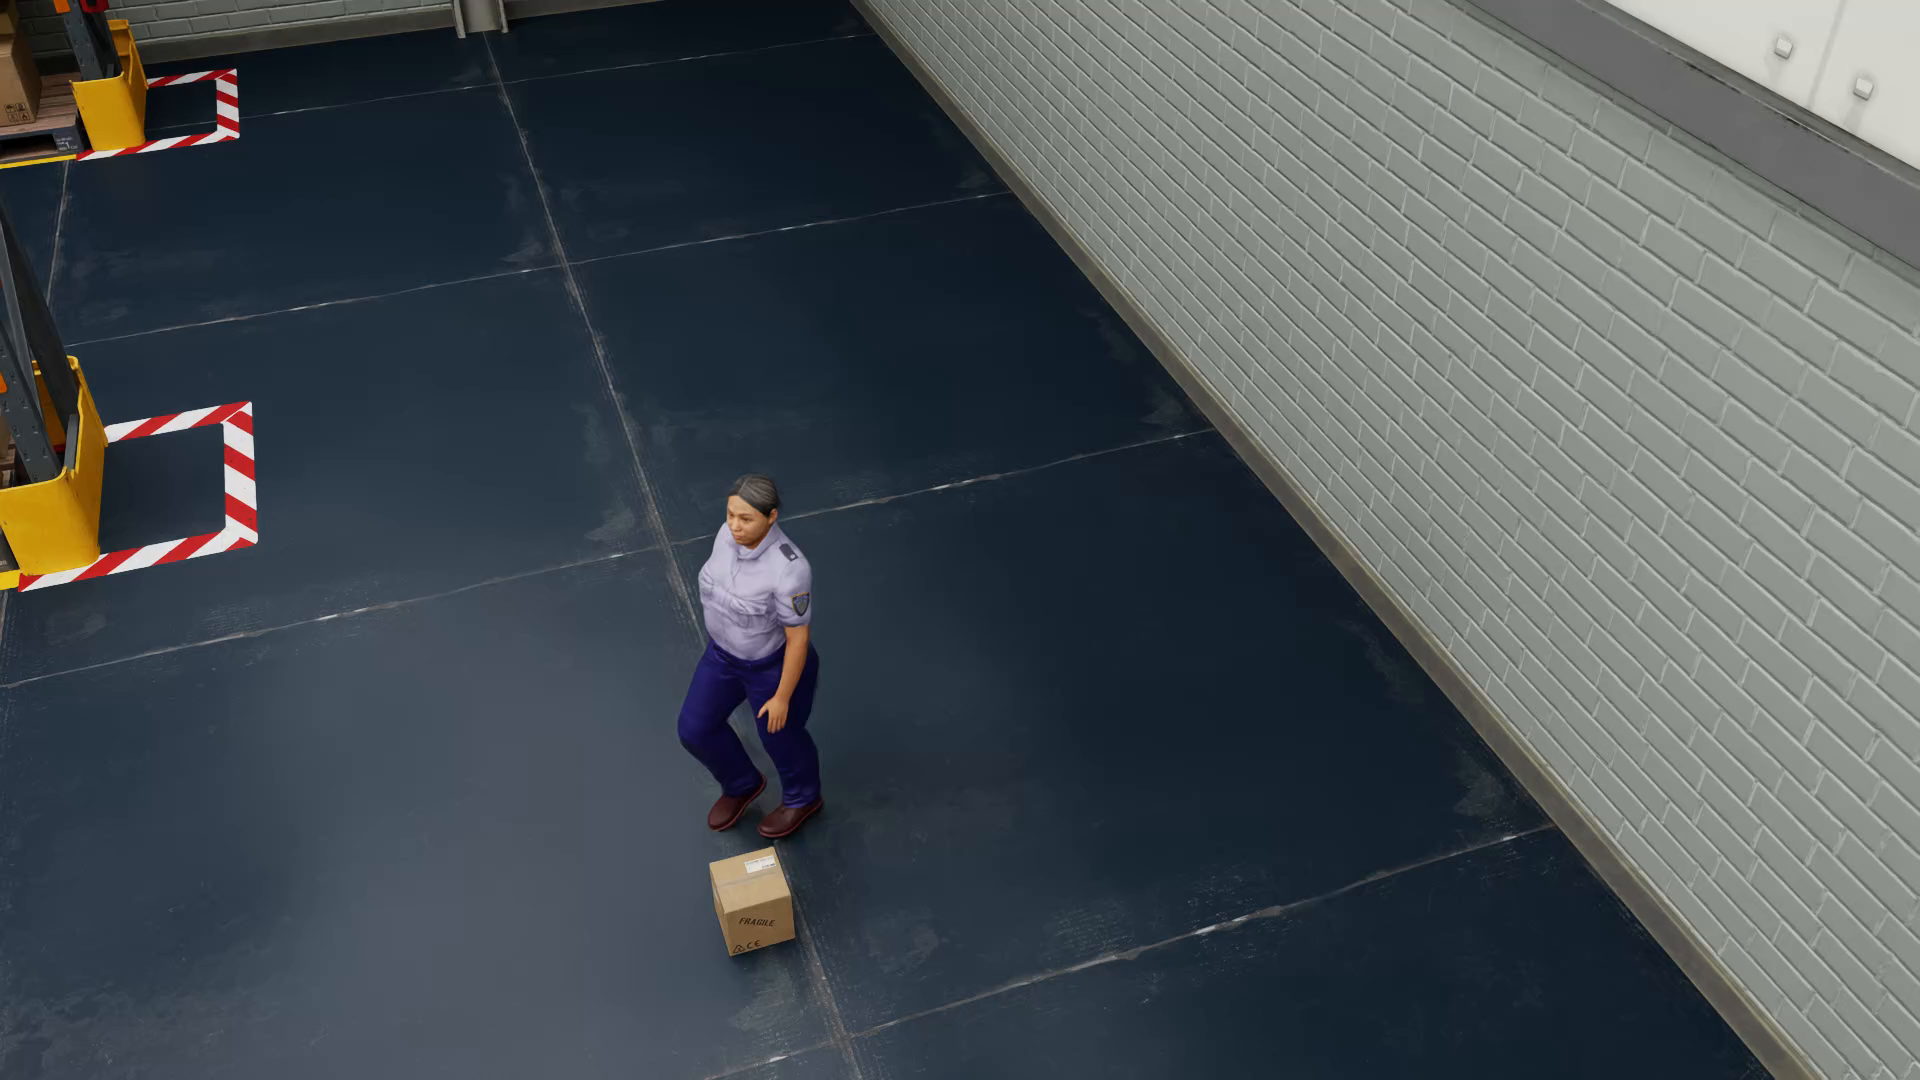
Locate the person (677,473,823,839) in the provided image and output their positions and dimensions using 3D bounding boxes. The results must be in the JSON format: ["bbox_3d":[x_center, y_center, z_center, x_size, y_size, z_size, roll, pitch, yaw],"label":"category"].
[{"bbox_3d":[-0.780,0.494,6.157,0.523,1.673,0.457,30,47,33],"label":"person"}]
